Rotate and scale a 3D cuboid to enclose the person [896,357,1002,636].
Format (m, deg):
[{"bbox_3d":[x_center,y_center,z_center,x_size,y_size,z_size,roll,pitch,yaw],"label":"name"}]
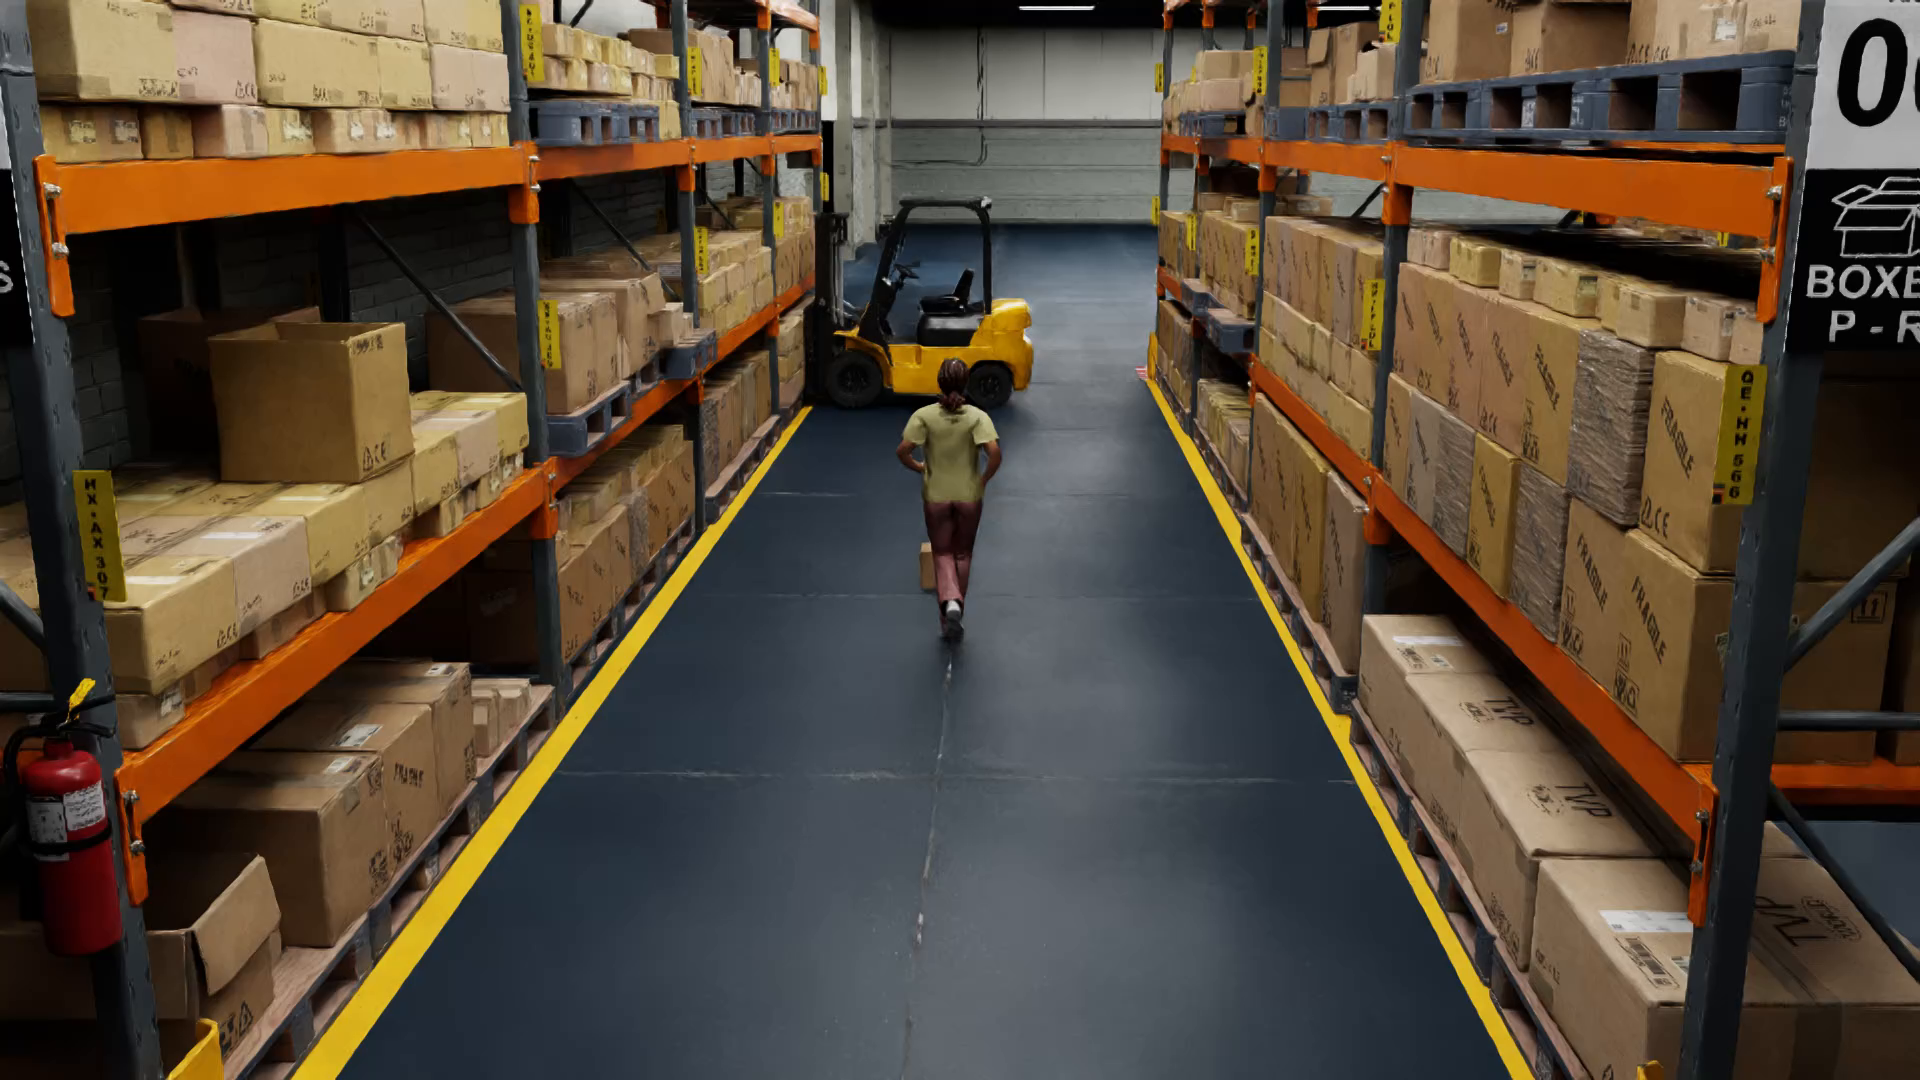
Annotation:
[{"bbox_3d":[-0.059,-0.216,9.404,0.594,1.643,0.693,0,14,2],"label":"person"}]
